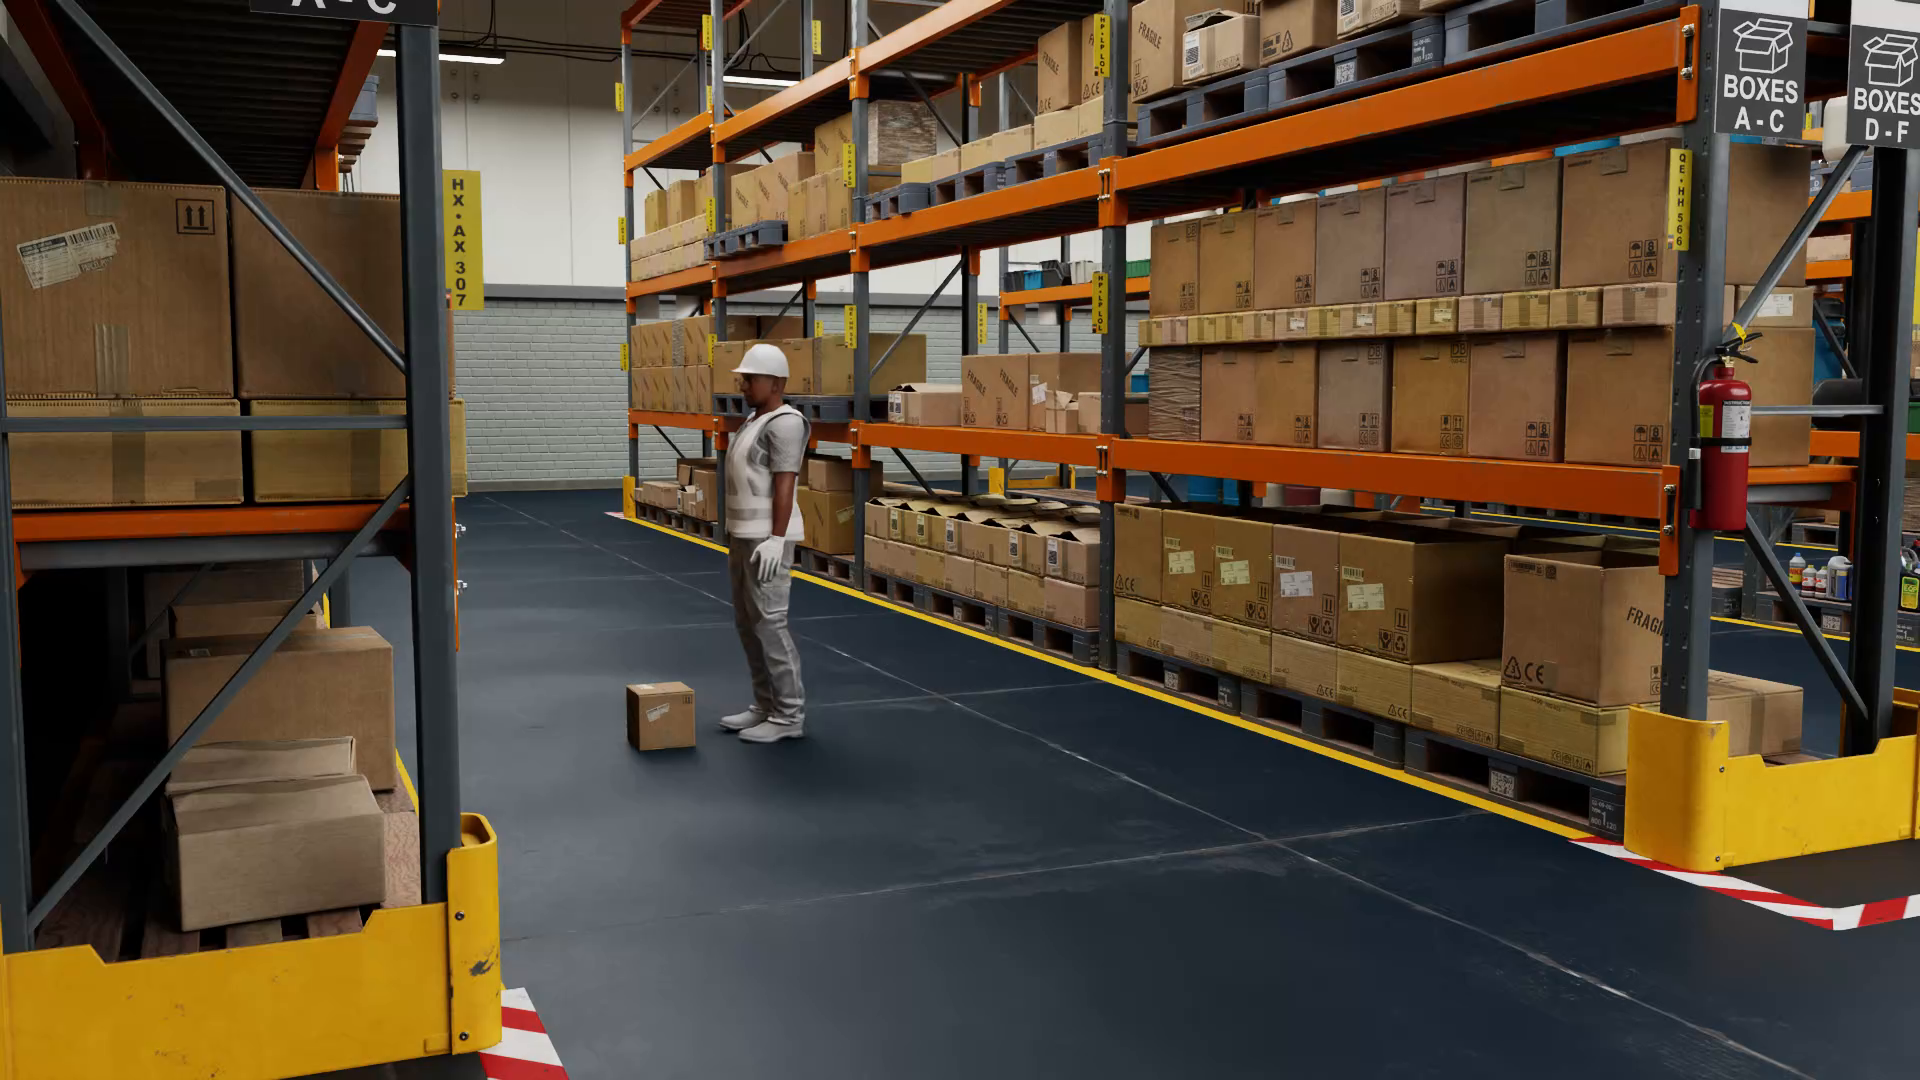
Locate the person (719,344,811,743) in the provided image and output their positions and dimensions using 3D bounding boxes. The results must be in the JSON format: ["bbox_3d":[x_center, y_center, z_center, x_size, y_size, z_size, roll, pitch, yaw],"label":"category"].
[{"bbox_3d":[-0.888,0.007,7.540,0.361,1.779,0.546,-2,6,-22],"label":"person"}]
